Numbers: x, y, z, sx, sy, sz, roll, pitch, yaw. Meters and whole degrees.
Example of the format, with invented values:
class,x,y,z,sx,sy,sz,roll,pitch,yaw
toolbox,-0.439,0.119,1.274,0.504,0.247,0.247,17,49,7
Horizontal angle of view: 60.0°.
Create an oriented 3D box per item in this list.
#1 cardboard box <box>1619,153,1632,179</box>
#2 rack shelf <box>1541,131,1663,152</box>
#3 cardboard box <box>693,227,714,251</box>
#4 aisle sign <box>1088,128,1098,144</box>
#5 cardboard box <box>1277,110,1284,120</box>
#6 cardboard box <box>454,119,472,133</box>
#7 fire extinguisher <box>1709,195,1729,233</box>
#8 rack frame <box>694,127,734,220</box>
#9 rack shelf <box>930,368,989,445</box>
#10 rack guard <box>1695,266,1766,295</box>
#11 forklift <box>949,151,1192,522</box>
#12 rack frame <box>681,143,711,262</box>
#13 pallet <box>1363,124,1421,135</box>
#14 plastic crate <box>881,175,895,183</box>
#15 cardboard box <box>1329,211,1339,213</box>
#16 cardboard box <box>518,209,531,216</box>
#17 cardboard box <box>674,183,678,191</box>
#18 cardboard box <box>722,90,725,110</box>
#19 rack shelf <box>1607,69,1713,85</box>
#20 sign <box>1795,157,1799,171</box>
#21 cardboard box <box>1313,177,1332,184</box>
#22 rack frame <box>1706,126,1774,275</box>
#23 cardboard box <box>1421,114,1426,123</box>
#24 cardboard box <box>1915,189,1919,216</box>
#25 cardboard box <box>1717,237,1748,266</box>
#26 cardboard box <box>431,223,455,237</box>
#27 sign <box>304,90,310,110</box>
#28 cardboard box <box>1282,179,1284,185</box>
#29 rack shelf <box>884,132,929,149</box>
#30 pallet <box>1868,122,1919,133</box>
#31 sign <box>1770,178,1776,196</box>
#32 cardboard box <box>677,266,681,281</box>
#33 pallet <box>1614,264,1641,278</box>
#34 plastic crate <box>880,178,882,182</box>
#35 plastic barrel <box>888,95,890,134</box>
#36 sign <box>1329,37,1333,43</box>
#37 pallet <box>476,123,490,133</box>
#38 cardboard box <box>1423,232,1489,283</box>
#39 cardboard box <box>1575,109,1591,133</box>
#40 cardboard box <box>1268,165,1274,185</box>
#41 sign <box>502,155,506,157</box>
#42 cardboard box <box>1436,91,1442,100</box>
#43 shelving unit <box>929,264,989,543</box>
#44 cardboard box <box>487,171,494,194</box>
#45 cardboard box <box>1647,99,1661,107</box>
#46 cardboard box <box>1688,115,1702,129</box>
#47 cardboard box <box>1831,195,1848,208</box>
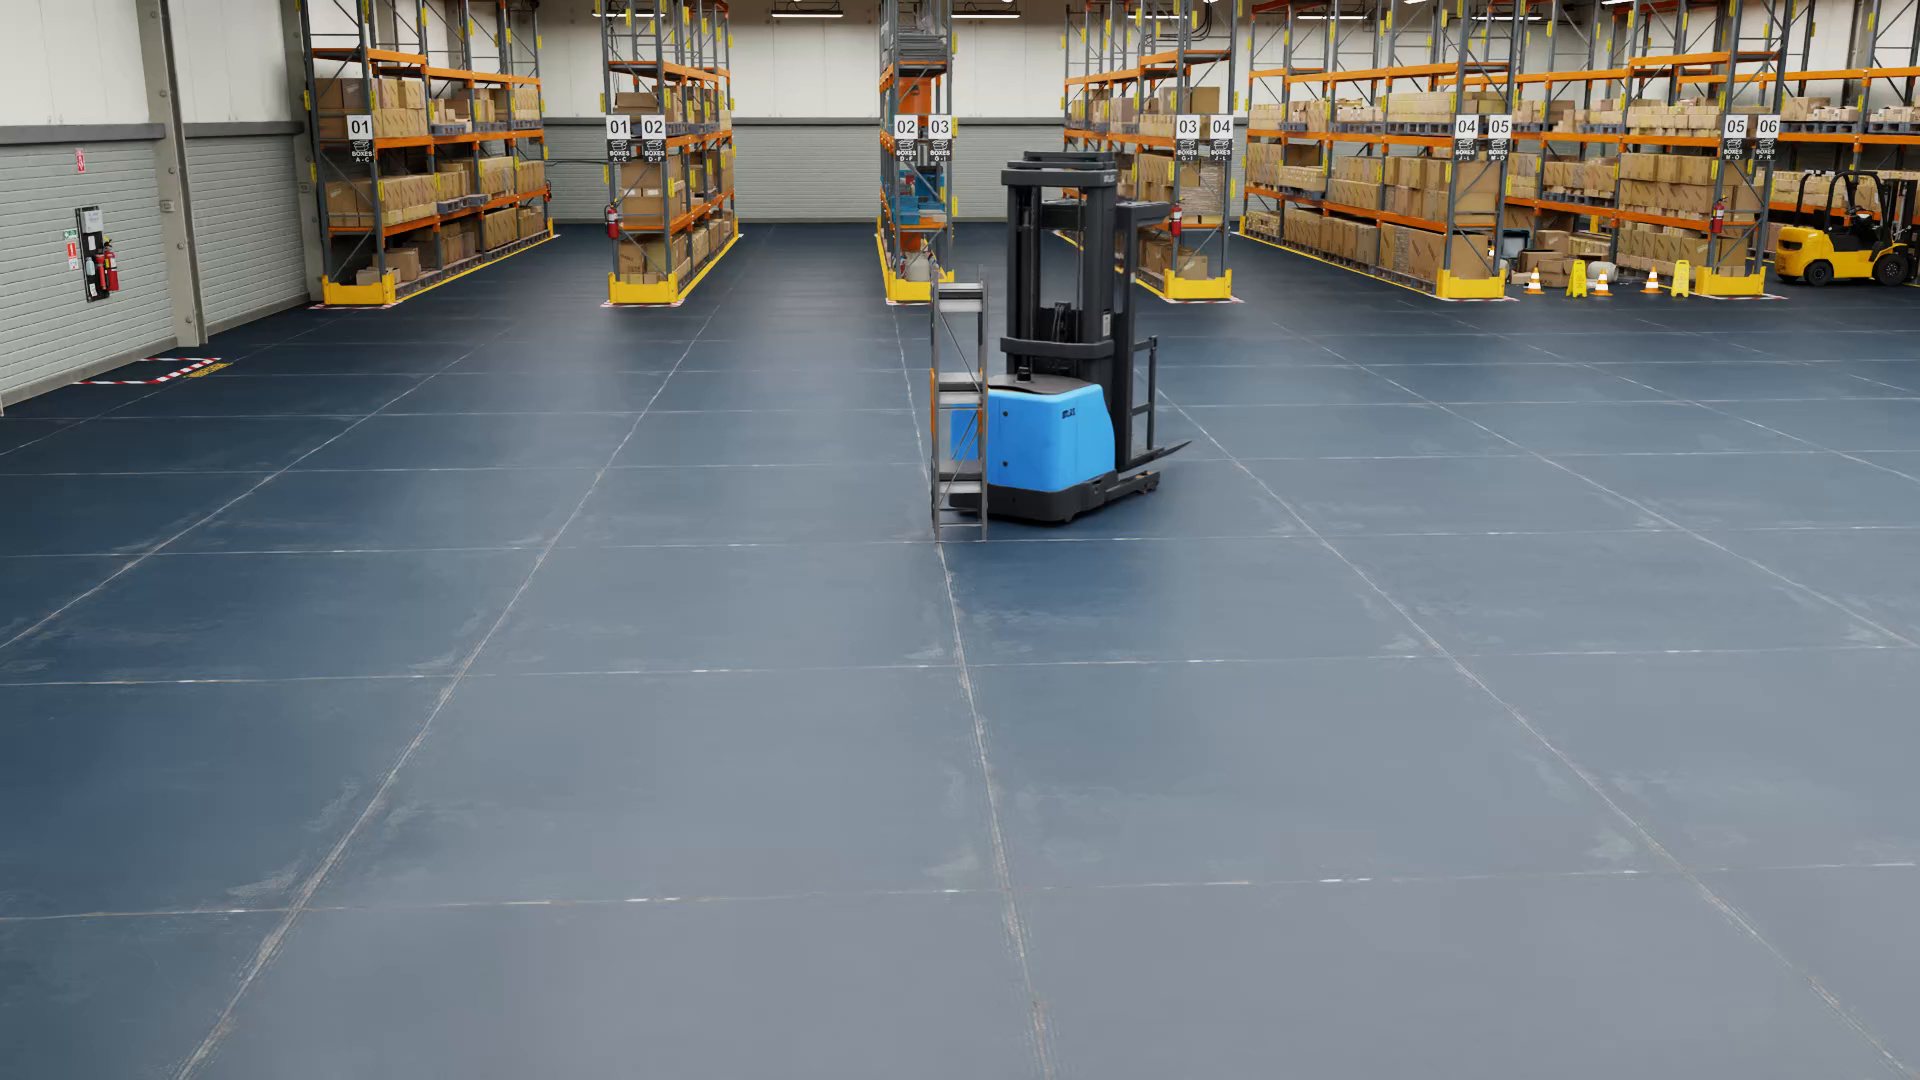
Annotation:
class,x,y,z,sx,sy,sz,roll,pitch,yaw
cardboard box,13.753,-7.538,33.500,0.700,0.500,0.500,-1,14,-4
rack shelf,13.819,-8.576,35.761,1.077,0.370,4.000,-1,14,-3
cardboard box,-5.827,-6.784,37.507,0.500,0.500,0.500,0,14,-1
aisle sign,3.603,-11.087,44.880,0.394,0.787,0.004,-1,14,-3
cardboard box,8.230,-10.595,41.464,0.500,0.250,0.500,-2,15,-6
cardboard box,-10.714,-8.831,35.447,0.500,0.311,0.500,-1,14,-3
fire extinguisher,13.737,-5.906,30.117,0.296,0.674,0.183,-1,14,-3
rack frame,-6.580,-9.654,44.526,1.000,3.000,0.127,-1,14,-3
rack shelf,-0.010,-1.045,12.928,0.431,0.518,0.480,-1,14,-3
rack guard,14.186,-4.788,30.631,1.175,0.500,0.348,-1,14,-3
forklift,1.118,-1.879,14.446,1.130,2.935,3.031,9,17,31
rack frame,-6.084,-7.664,36.793,1.000,3.000,0.127,-1,14,-3
pallet,8.902,-8.460,34.251,0.805,0.209,1.217,-1,15,-6
plastic crate,-1.757,-8.866,41.379,0.392,0.384,0.575,-1,14,-3
cardboard box,8.910,-7.648,39.400,0.500,0.250,0.500,-1,14,-3
cardboard box,-11.091,-8.294,42.113,0.380,0.149,0.250,-1,14,-5
cardboard box,-5.528,-6.652,31.356,0.380,0.149,0.250,0,14,-2
cardboard box,-6.531,-11.511,43.520,0.700,0.500,0.500,-1,14,-3
rack shelf,18.277,-12.094,43.422,1.077,0.370,4.000,-1,14,-3
sign,19.202,-8.617,38.172,0.100,0.325,0.005,-1,14,-3
cardboard box,8.275,-8.209,37.976,0.380,0.149,0.250,-1,14,-2
rack frame,14.190,-5.979,30.246,1.000,3.000,0.127,-1,14,-3
cardboard box,8.819,-7.854,30.973,0.380,0.149,0.250,-1,14,-3
cardboard box,18.797,-6.480,31.992,0.500,0.500,0.500,-1,14,-4
cardboard box,14.414,-5.425,31.262,0.500,0.500,0.500,-1,14,-5
cardboard box,-10.922,-6.503,34.911,0.500,0.250,0.500,-1,14,-4
sign,-11.087,-7.475,28.262,0.100,0.325,0.005,-1,14,-3
cardboard box,8.101,-8.770,40.753,0.380,0.149,0.250,-1,14,-3
rack shelf,-1.016,-8.346,34.870,1.077,0.370,4.000,-1,14,-3
pallet,18.975,-8.250,33.228,1.003,0.211,1.213,-1,14,-3
sign,14.732,-6.407,30.171,0.100,0.325,0.005,-1,14,-3
cardboard box,-5.465,-4.932,30.849,0.500,0.250,0.500,-1,14,-3
pallet,14.019,-5.457,33.813,1.003,0.211,1.213,-1,14,-3
plastic crate,-1.908,-9.447,43.938,0.416,0.233,0.300,-1,14,-3
plastic barrel,-1.140,-8.563,33.263,0.600,0.901,0.708,-1,14,-3
sign,9.066,-12.307,40.606,0.100,0.325,0.005,-1,14,-3
pallet,-11.121,-9.107,36.761,1.213,0.211,1.003,0,14,-1
cardboard box,9.148,-5.220,30.715,0.875,0.875,0.875,-1,14,-3
cardboard box,13.818,-9.093,36.119,0.797,0.503,0.637,-1,14,-3
cardboard box,8.170,-9.300,42.353,0.500,0.500,0.500,-1,14,-5
sign,-12.078,-10.027,44.080,0.100,0.325,0.005,-1,14,-3
cardboard box,8.867,-8.051,30.139,0.380,0.149,0.250,-1,14,-3
shelving unit,-0.010,-1.058,12.925,0.431,2.100,0.503,-1,14,-3
cardboard box,-10.826,-8.044,37.432,0.500,0.500,0.500,0,14,-2
cardboard box,14.265,-9.075,34.713,0.500,0.250,0.500,-1,14,-5
cardboard box,13.873,-7.752,30.819,0.500,0.250,0.500,-1,14,-4
cardboard box,18.604,-7.100,34.904,0.500,0.250,0.500,-1,14,-2
